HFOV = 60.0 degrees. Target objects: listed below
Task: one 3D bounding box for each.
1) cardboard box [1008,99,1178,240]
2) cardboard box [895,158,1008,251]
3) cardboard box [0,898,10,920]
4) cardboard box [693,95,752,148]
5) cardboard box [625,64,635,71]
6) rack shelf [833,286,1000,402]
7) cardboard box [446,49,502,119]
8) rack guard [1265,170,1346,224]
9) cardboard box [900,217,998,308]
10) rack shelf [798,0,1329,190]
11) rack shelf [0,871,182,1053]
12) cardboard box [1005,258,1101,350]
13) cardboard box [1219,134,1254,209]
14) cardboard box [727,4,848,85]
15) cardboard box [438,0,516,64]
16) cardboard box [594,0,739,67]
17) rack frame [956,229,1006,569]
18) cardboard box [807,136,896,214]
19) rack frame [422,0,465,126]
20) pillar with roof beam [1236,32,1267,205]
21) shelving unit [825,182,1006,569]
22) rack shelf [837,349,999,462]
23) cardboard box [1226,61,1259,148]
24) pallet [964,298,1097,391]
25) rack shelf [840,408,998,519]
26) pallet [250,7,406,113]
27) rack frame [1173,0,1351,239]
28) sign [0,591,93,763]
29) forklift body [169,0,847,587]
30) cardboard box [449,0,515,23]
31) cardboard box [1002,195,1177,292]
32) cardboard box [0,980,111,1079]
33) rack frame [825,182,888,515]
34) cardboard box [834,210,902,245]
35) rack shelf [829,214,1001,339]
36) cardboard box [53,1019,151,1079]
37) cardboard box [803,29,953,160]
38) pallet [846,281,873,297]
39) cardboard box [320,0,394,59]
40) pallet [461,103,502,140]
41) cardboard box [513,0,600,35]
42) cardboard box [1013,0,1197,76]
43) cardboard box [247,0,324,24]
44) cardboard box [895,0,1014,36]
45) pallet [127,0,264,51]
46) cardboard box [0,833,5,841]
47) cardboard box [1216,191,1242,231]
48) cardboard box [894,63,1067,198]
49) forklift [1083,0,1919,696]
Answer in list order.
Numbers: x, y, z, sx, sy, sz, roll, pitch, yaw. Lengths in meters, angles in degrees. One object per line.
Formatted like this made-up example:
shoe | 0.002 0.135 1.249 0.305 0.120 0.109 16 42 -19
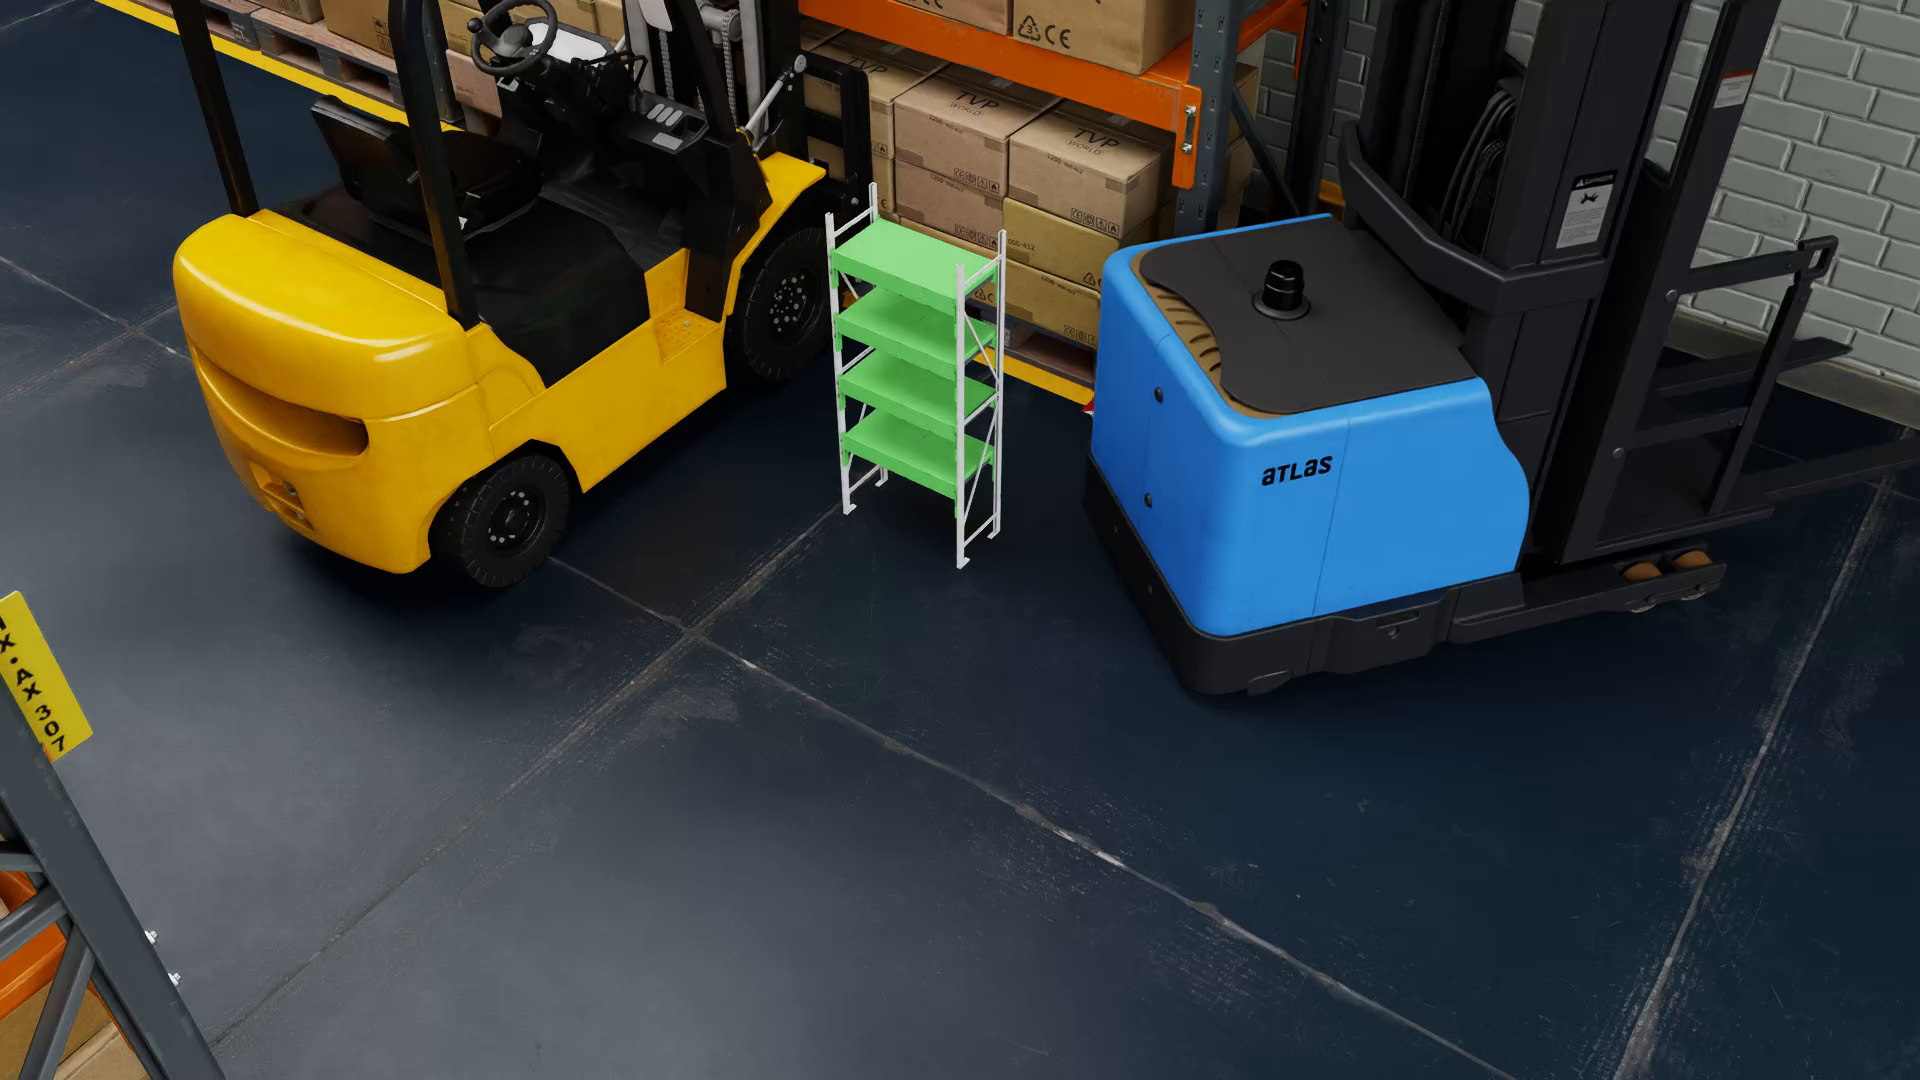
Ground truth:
cardboard box | 0.523 -1.379 6.038 0.500 0.250 0.500 27 48 27
cardboard box | 0.096 -1.400 6.437 0.500 0.250 0.500 25 47 25
cardboard box | -1.928 0.694 2.914 0.250 0.149 0.380 25 48 25
cardboard box | -0.746 -1.780 6.861 0.500 0.250 0.500 25 47 25
cardboard box | -1.159 -1.973 7.078 0.500 0.250 0.500 25 47 25
rack shelf | -0.136 -0.642 5.303 0.480 0.148 0.258 25 48 25
cardboard box | -1.990 -2.165 7.668 0.500 0.250 0.500 26 48 26
rack guard | 1.098 -0.927 6.411 0.348 0.500 1.175 25 48 25
cardboard box | 0.111 -1.203 6.592 0.500 0.250 0.500 25 48 25
rack shelf | -0.559 -2.366 6.684 4.000 0.370 1.077 25 48 25
rack shelf | -3.406 0.346 3.654 4.000 0.370 1.077 25 48 25
cardboard box | 0.512 -1.007 6.373 0.500 0.250 0.500 25 48 26
cardboard box | 0.813 -1.480 6.526 0.500 0.250 0.500 26 48 26
cardboard box | -0.728 -1.957 6.685 0.500 0.250 0.500 24 47 25
cardboard box | -1.978 -2.364 7.515 0.500 0.250 0.500 25 47 25
cardboard box | -1.154 -2.162 6.914 0.500 0.250 0.500 27 48 27
rack frame | 0.064 -0.417 5.316 0.015 1.200 0.240 25 48 25
cardboard box | -0.339 -1.586 6.645 0.500 0.250 0.500 24 47 24
rack frame | -2.196 -3.400 7.300 0.127 3.000 1.000 25 48 25
pillar with roof beam | -1.446 -2.512 1.809 0.400 9.000 9.100 25 48 25
shelving unit | -0.136 -0.511 5.421 0.503 1.200 0.258 25 48 25
rack shelf | -0.136 -0.463 5.463 0.480 0.148 0.258 25 48 25
cardboard box | 0.794 -1.660 6.353 0.500 0.250 0.500 24 47 25
pallet | 0.428 -1.099 6.820 1.213 0.211 1.003 25 48 25
rack shelf | -0.136 -0.284 5.623 0.480 0.148 0.258 25 48 25
pallet | -2.822 -2.621 8.521 1.213 0.211 1.003 25 48 25
rack frame | 1.079 -1.868 5.588 0.127 3.000 1.000 25 48 25
sign | -1.457 0.224 2.601 0.005 0.325 0.100 25 48 25
forklift body | -1.521 -1.282 5.570 1.214 2.155 2.313 25 48 25
cardboard box | -1.980 -2.547 7.345 0.500 0.250 0.500 24 47 25
cardboard box | 0.501 -1.202 6.216 0.500 0.250 0.500 24 47 25
cardboard box | -2.290 0.963 3.609 0.500 0.500 0.500 24 47 24
rack frame | -0.335 -0.604 5.525 0.015 1.200 0.240 25 48 25
cardboard box | -0.294 -1.399 6.811 0.500 0.250 0.500 26 48 26
rack shelf | -0.136 -0.821 5.143 0.480 0.148 0.258 25 48 25
cardboard box | -2.270 1.252 3.849 0.500 0.250 0.500 25 47 25
cardboard box | -0.318 -1.759 6.463 0.500 0.250 0.500 26 48 26
pallet | -0.566 -1.566 7.342 1.213 0.211 1.003 25 48 25
cardboard box | -2.630 -2.865 8.168 0.625 0.625 0.875 27 48 27
pallet | -1.569 -2.033 7.864 1.213 0.211 1.003 25 48 25
cardboard box | -1.568 -2.346 7.120 0.500 0.250 0.500 25 48 25
cardboard box | 0.525 -1.950 5.605 0.500 0.500 0.500 24 47 24
cardboard box | -3.261 -3.166 8.505 0.625 0.625 0.875 25 47 25
cardboard box | 0.105 -2.154 5.833 0.500 0.500 0.500 27 48 27
pallet | -3.825 -3.088 9.043 1.213 0.211 1.003 25 48 25
cardboard box | -1.997 0.362 2.797 0.500 0.500 0.500 24 47 25
cardboard box | 0.789 -1.295 6.695 0.500 0.250 0.500 25 48 25
cardboard box | 0.101 -1.571 6.253 0.500 0.250 0.500 26 48 26
forklift | 2.004 -1.179 4.870 3.031 2.935 1.130 -12 43 -13
